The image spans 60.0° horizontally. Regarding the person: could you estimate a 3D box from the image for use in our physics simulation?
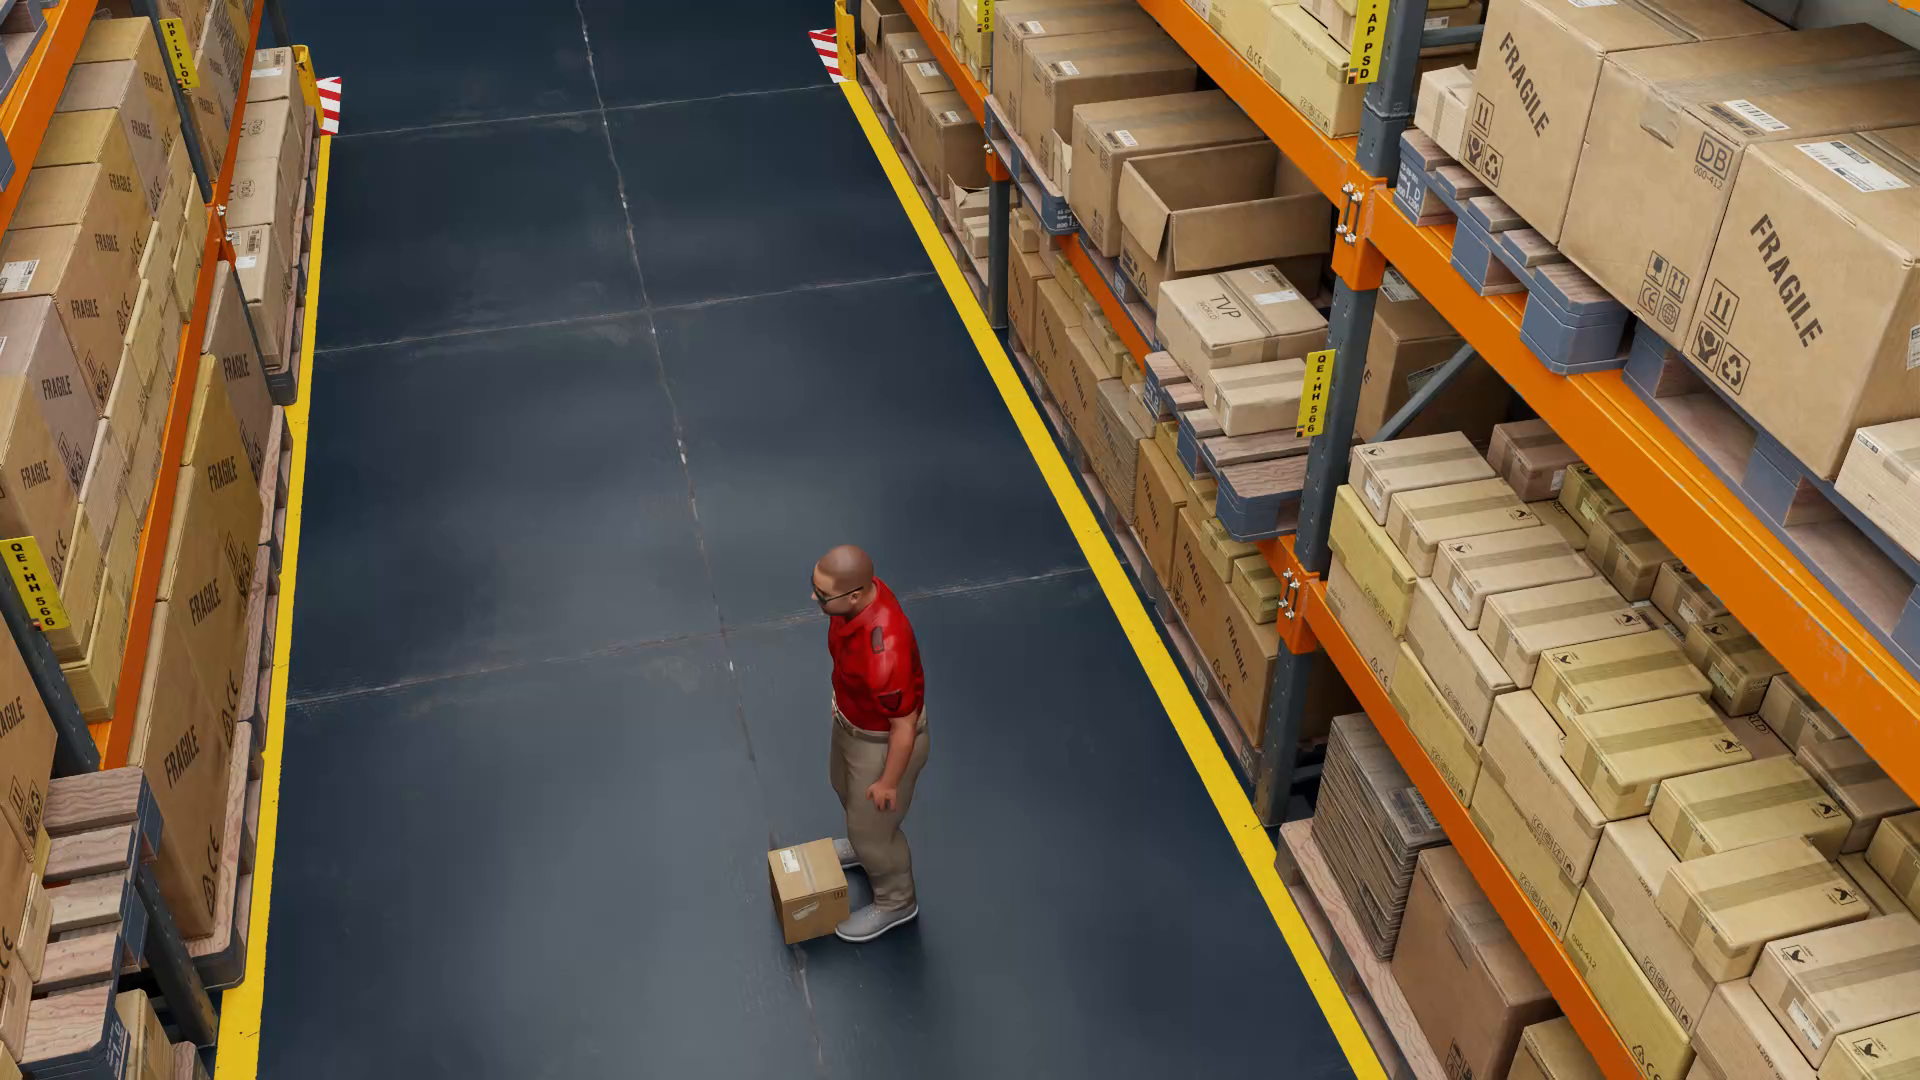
[{"bbox_3d":[-0.321,0.685,5.848,0.392,1.725,0.590,-11,39,-14],"label":"person"}]
